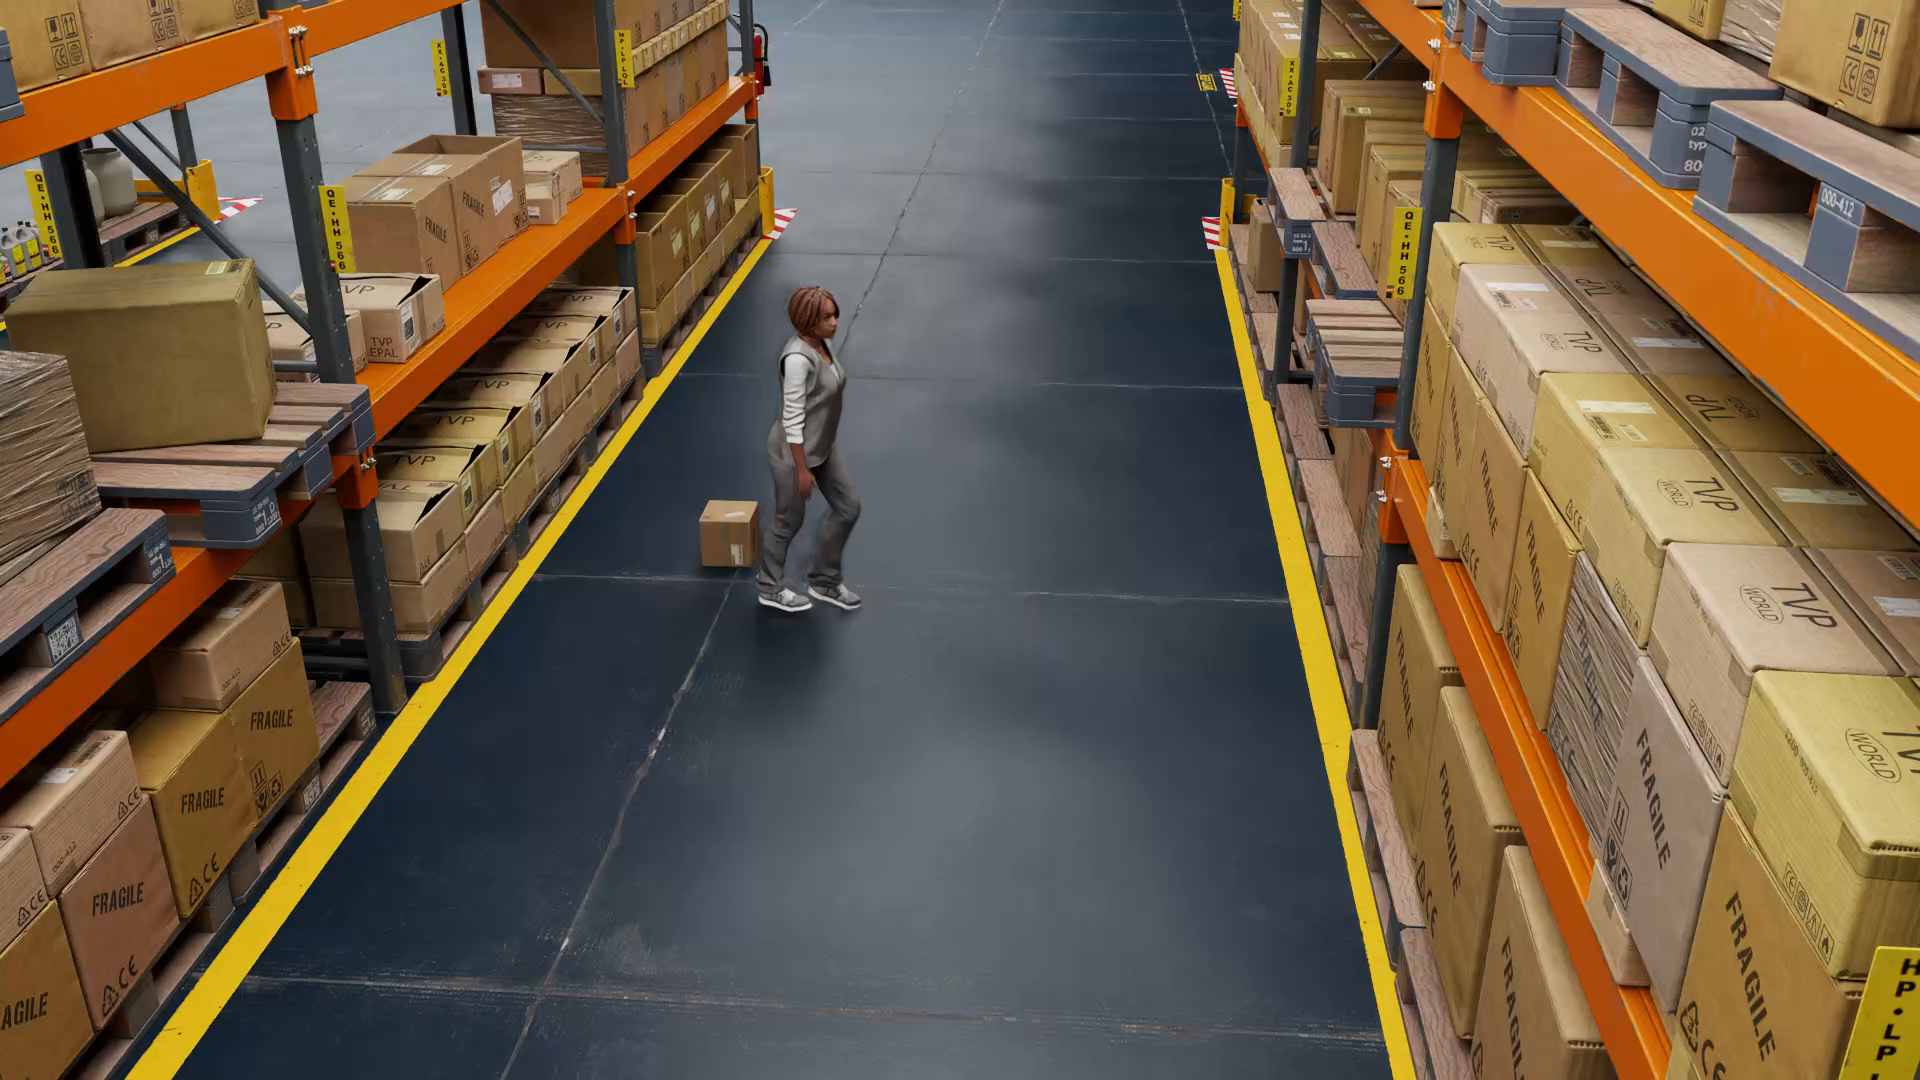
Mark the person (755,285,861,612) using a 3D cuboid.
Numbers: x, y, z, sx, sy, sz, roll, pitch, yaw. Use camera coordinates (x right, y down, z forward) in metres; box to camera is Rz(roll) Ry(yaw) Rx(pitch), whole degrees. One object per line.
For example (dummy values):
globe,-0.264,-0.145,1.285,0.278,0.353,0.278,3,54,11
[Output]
person,-0.729,-0.372,7.415,0.502,1.604,0.442,8,26,17
